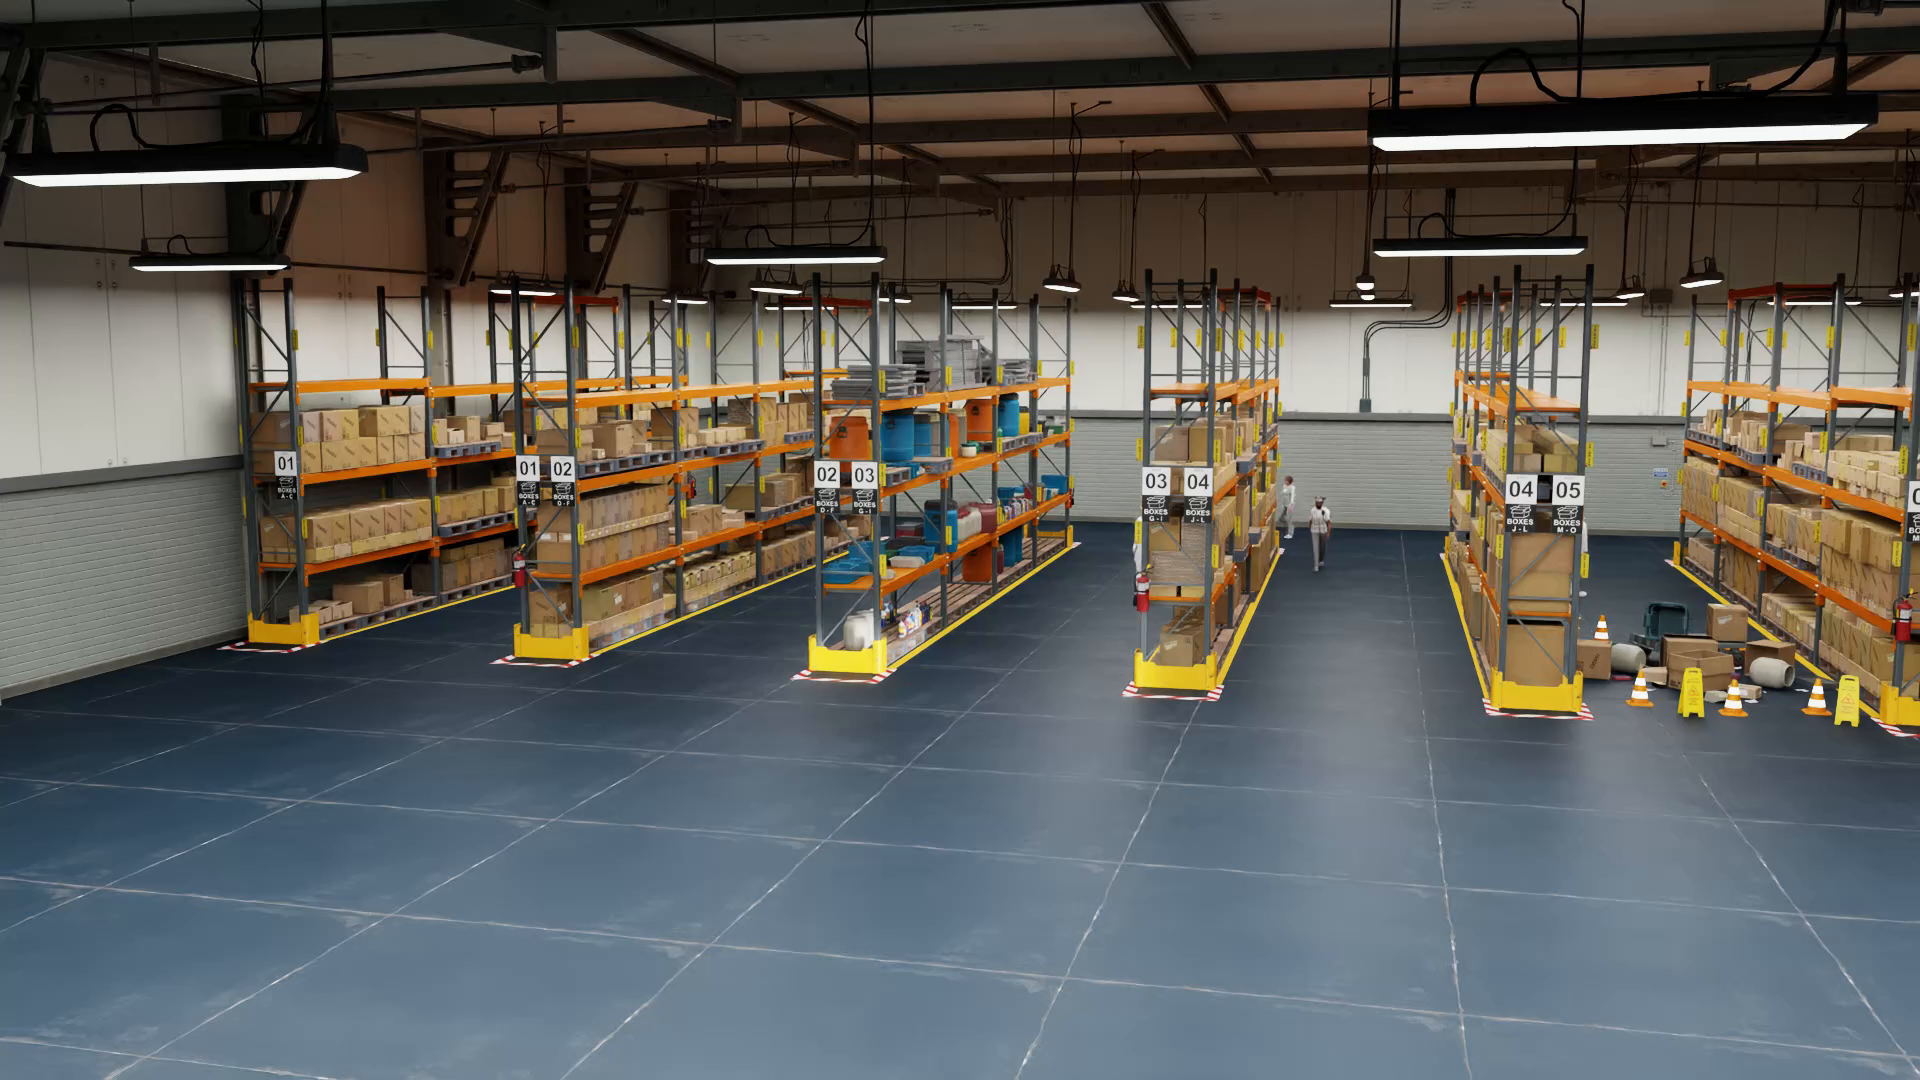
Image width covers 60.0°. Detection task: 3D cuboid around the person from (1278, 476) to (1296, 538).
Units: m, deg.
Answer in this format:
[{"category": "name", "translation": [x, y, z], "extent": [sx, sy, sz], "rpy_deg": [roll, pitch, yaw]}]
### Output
[{"category": "person", "translation": [8.289, -0.842, 42.013], "extent": [0.423, 1.590, 0.428], "rpy_deg": [-4, 8, -30]}]

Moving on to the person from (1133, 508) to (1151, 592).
[{"category": "person", "translation": [3.714, 0.134, 33.184], "extent": [0.553, 1.716, 1.050], "rpy_deg": [1, 7, 9]}]

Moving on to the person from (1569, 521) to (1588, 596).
[{"category": "person", "translation": [11.965, 0.227, 32.554], "extent": [0.614, 1.775, 0.613], "rpy_deg": [2, 7, 13]}]

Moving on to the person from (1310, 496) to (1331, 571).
[{"category": "person", "translation": [7.861, -0.167, 36.290], "extent": [0.451, 1.615, 1.033], "rpy_deg": [1, 7, 11]}]

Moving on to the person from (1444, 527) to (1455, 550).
[{"category": "person", "translation": [11.947, -0.581, 39.304], "extent": [0.950, 1.755, 0.523], "rpy_deg": [3, 7, 21]}]
